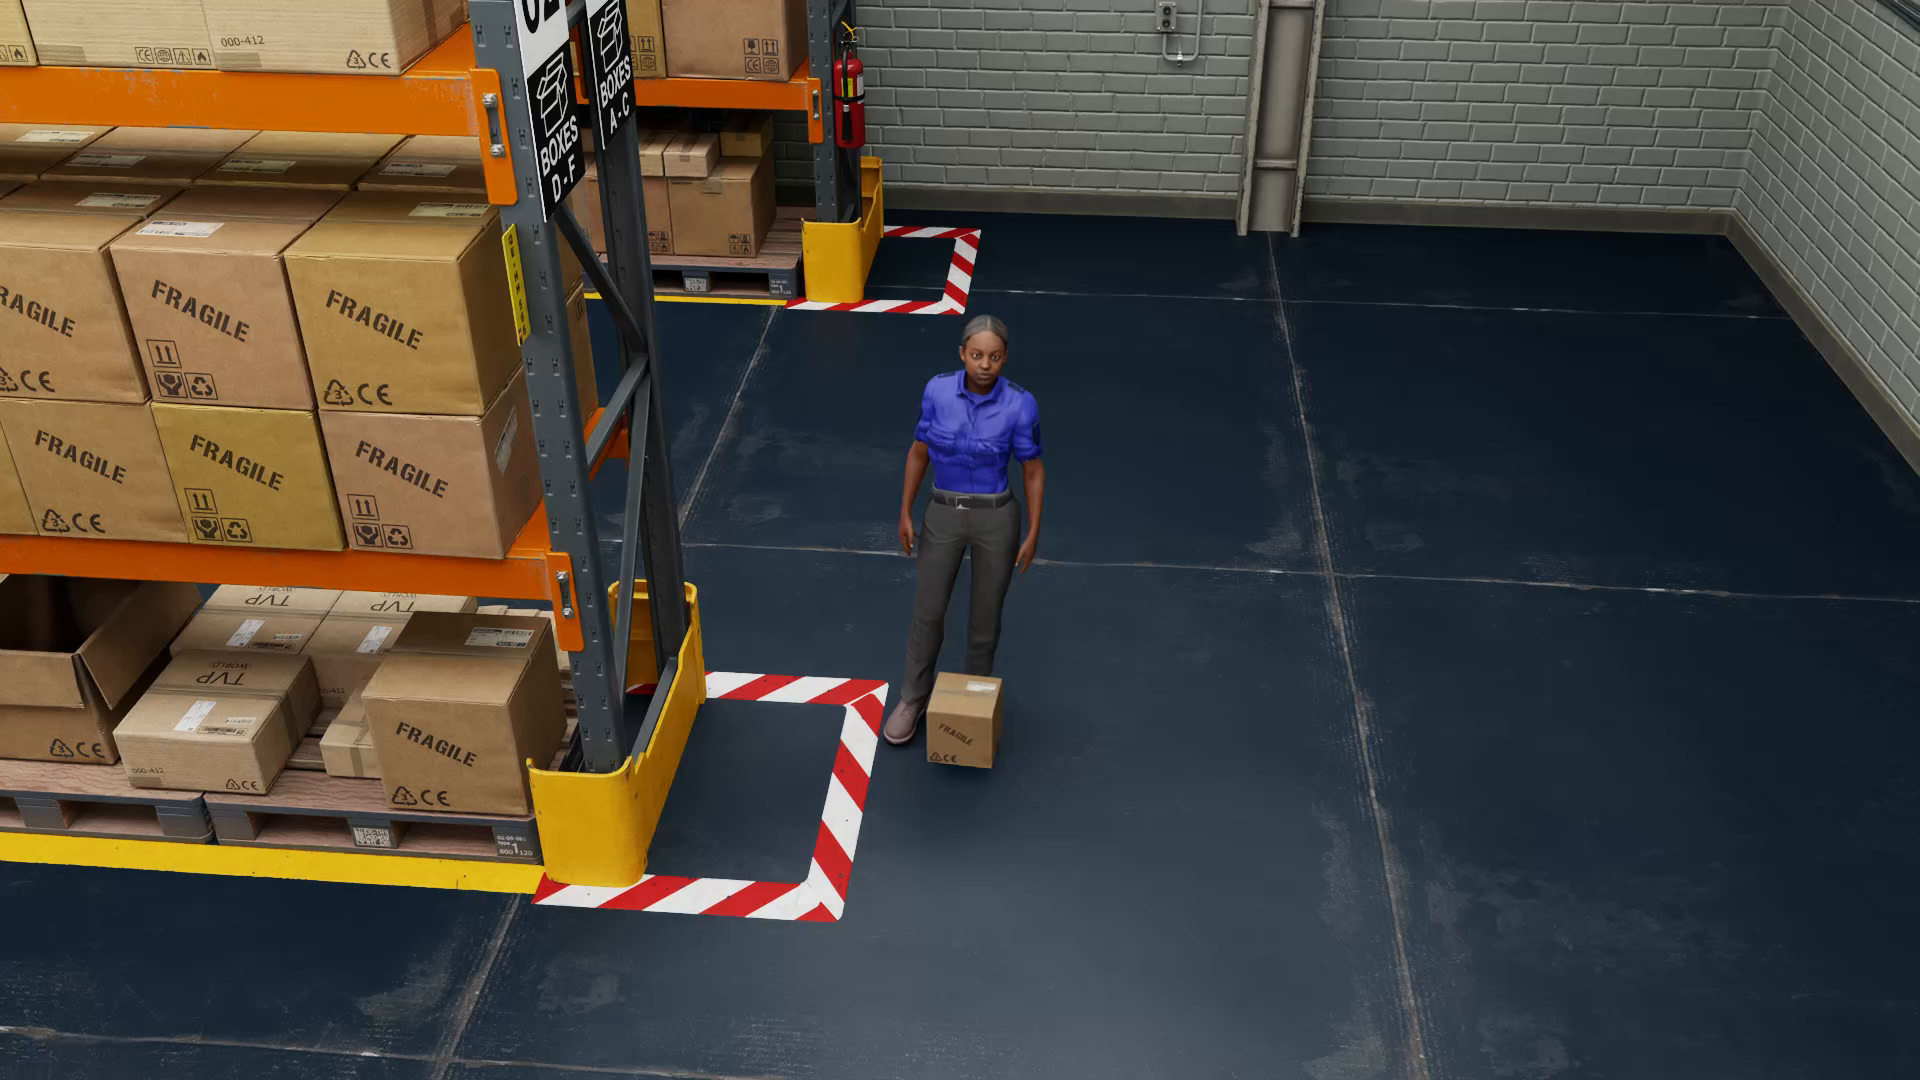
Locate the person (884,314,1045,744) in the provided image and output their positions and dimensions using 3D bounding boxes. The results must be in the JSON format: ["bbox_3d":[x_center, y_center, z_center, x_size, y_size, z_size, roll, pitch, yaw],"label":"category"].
[{"bbox_3d":[0.014,-0.013,6.147,0.567,1.654,0.504,6,33,9],"label":"person"}]
